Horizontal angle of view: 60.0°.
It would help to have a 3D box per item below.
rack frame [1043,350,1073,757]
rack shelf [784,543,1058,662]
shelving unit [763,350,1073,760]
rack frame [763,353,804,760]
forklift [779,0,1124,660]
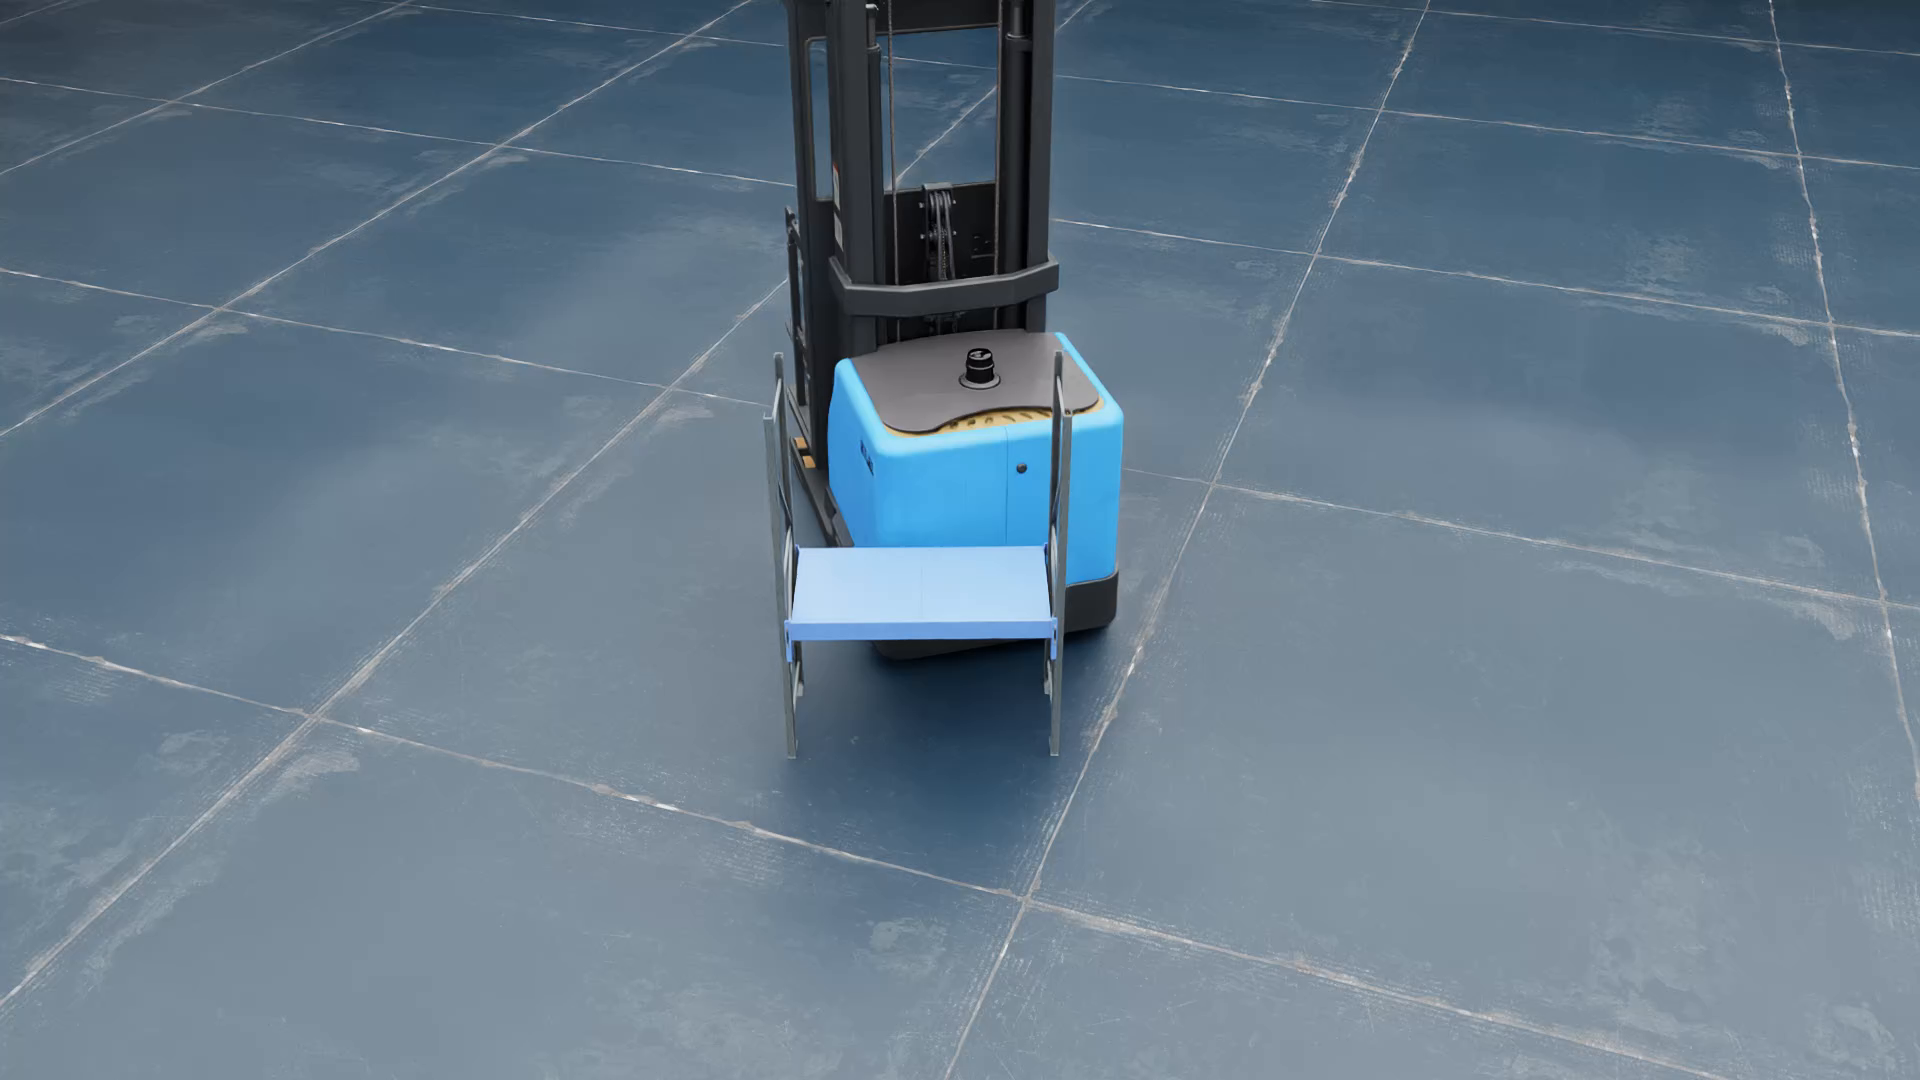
[{"bbox_3d":[0.363,0.076,6.250,0.032,1.500,0.500,-1,33,-1],"label":"rack frame"},{"bbox_3d":[-0.146,0.231,6.341,1.000,0.185,0.538,-1,33,-1],"label":"rack shelf"},{"bbox_3d":[-0.146,0.080,6.243,1.048,1.500,0.538,-1,33,-1],"label":"shelving unit"},{"bbox_3d":[-0.654,0.085,6.236,0.032,1.500,0.500,-1,33,-1],"label":"rack frame"},{"bbox_3d":[-0.226,-1.530,7.417,1.130,2.935,3.031,-9,34,-13],"label":"forklift"}]
